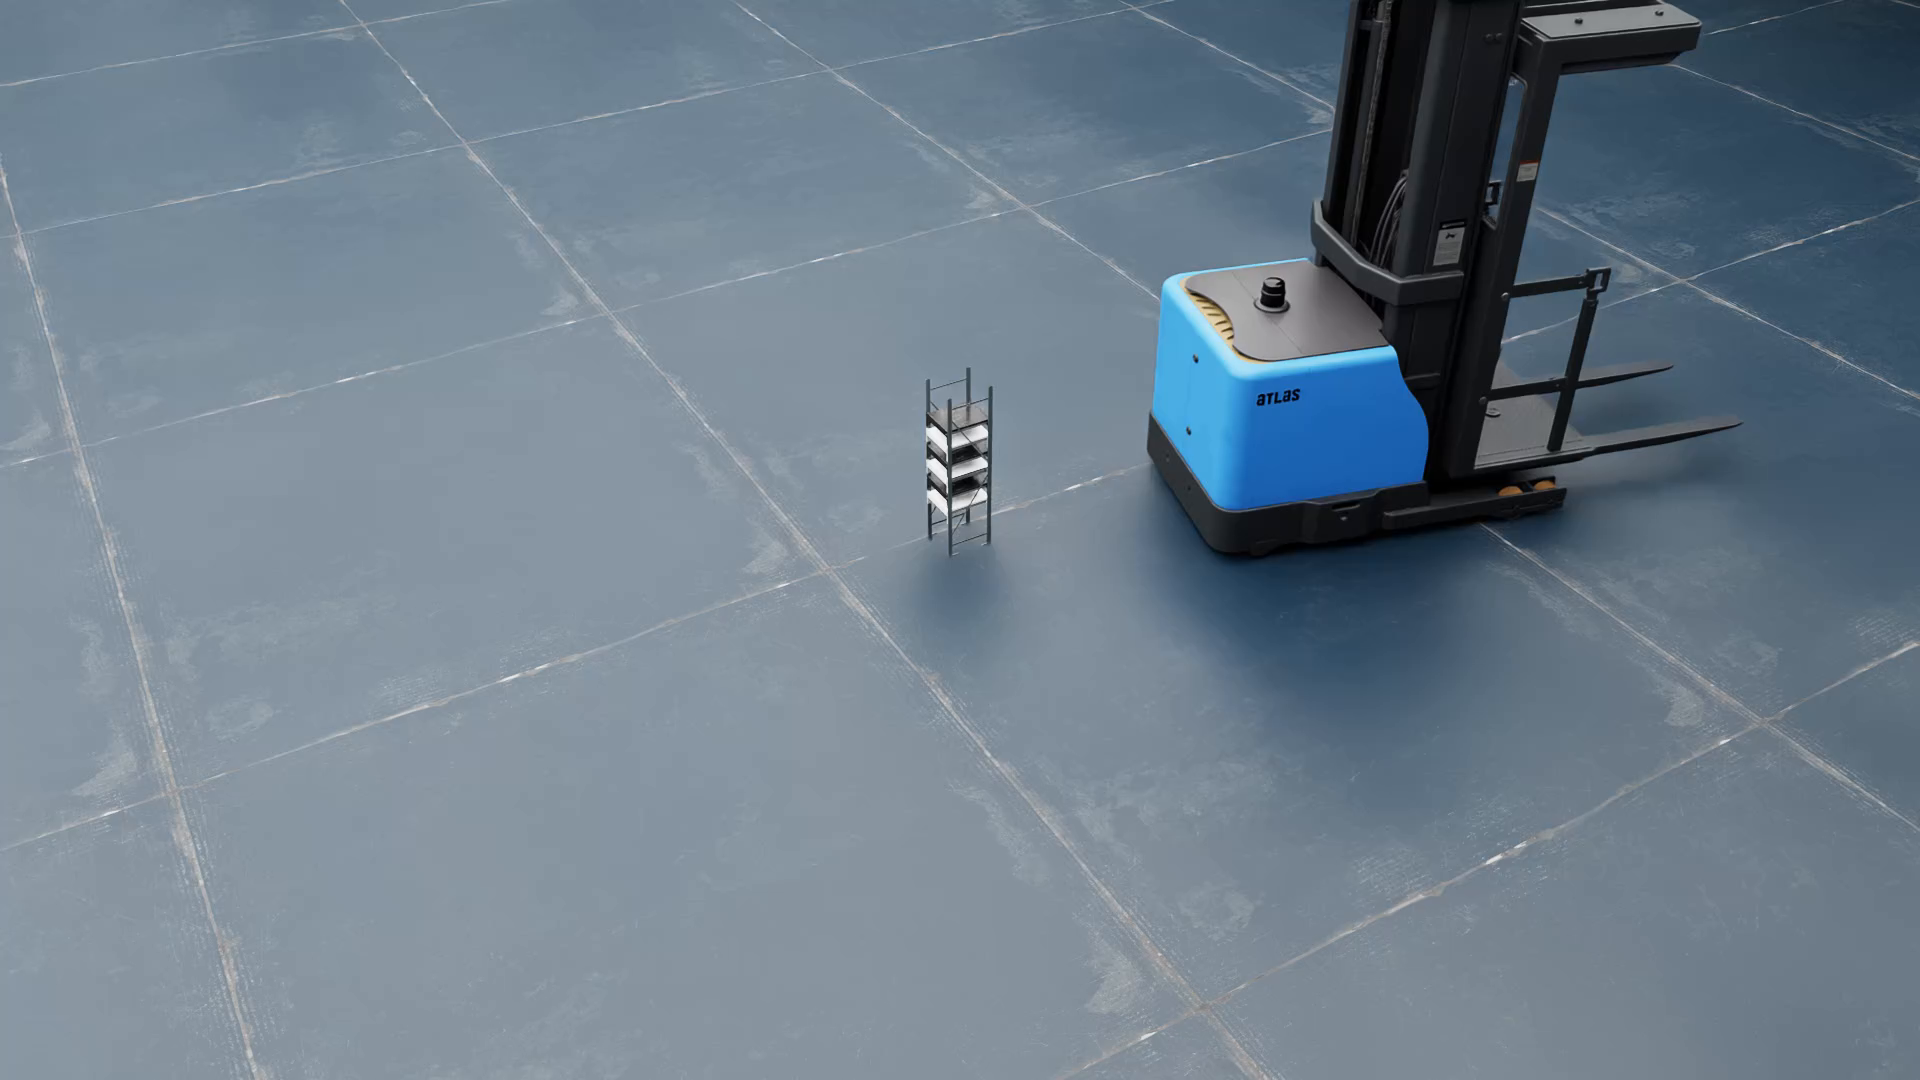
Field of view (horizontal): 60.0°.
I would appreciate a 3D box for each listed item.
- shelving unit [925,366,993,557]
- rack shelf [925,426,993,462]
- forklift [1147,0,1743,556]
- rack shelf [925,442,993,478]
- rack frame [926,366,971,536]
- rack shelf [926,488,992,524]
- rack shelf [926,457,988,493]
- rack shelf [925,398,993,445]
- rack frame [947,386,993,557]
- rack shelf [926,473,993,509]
[{"bbox_3d":[-0.004,-0.368,7.990,0.258,0.900,0.210,-19,40,-24],"label":"shelving unit"},{"bbox_3d":[-0.004,-0.486,7.904,0.258,0.077,0.200,-19,40,-24],"label":"rack shelf"},{"bbox_3d":[2.561,-1.579,7.927,3.031,2.935,1.130,-9,37,-12],"label":"forklift"},{"bbox_3d":[-0.004,-0.413,7.957,0.258,0.077,0.200,-19,40,-24],"label":"rack shelf"},{"bbox_3d":[-0.055,-0.419,8.061,0.240,0.900,0.006,-19,40,-24],"label":"rack frame"},{"bbox_3d":[-0.004,-0.195,8.116,0.258,0.077,0.200,-19,40,-24],"label":"rack shelf"},{"bbox_3d":[-0.004,-0.341,8.010,0.258,0.077,0.200,-19,40,-24],"label":"rack shelf"},{"bbox_3d":[-0.004,-0.559,7.851,0.258,0.077,0.200,-19,40,-24],"label":"rack shelf"},{"bbox_3d":[0.047,-0.316,7.919,0.240,0.900,0.006,-19,40,-24],"label":"rack frame"},{"bbox_3d":[-0.004,-0.268,8.063,0.258,0.077,0.200,-19,40,-24],"label":"rack shelf"}]
